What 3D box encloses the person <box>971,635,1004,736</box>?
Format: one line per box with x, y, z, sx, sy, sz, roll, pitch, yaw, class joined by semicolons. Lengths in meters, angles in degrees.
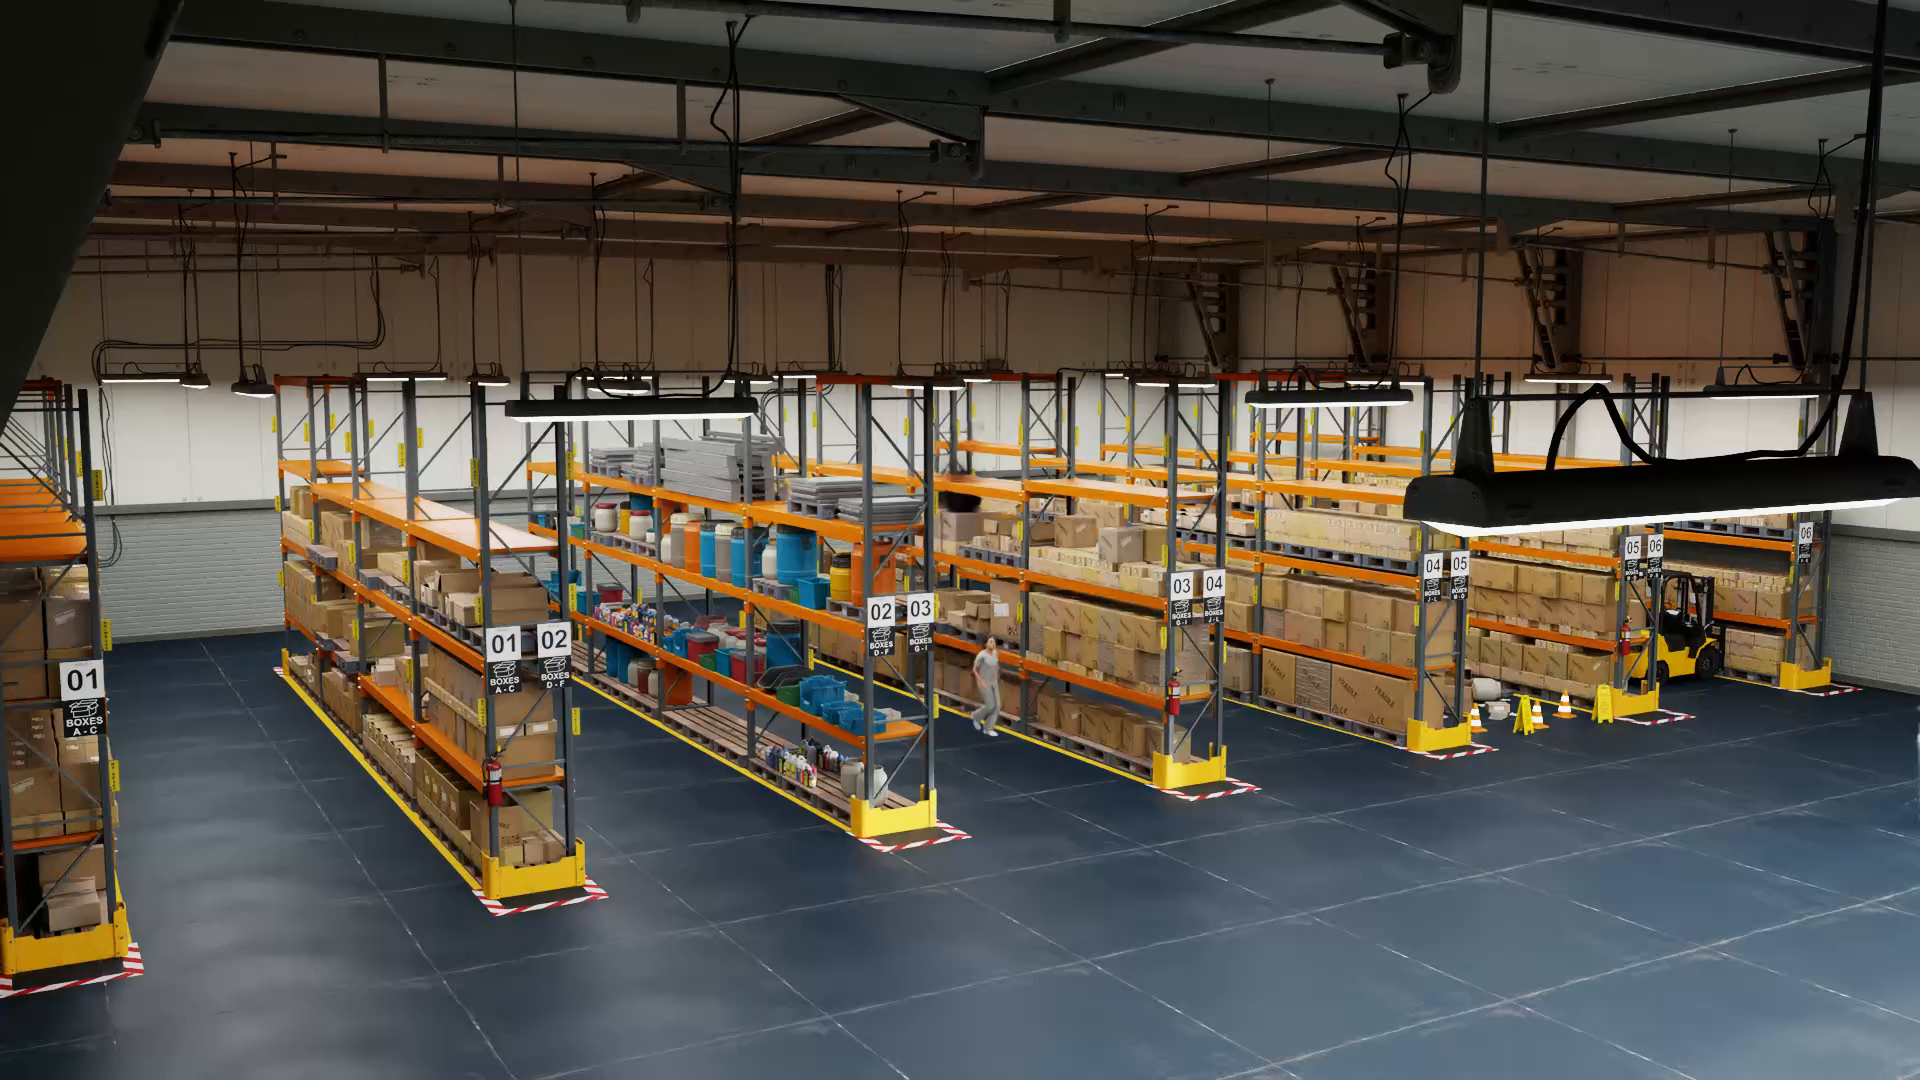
0.423;2.316;26.719;0.550;1.632;0.544;-5;8;-39;person

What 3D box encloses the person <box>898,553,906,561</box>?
-1.417;1.169;39.454;0.773;1.764;0.700;-1;6;-9;person
